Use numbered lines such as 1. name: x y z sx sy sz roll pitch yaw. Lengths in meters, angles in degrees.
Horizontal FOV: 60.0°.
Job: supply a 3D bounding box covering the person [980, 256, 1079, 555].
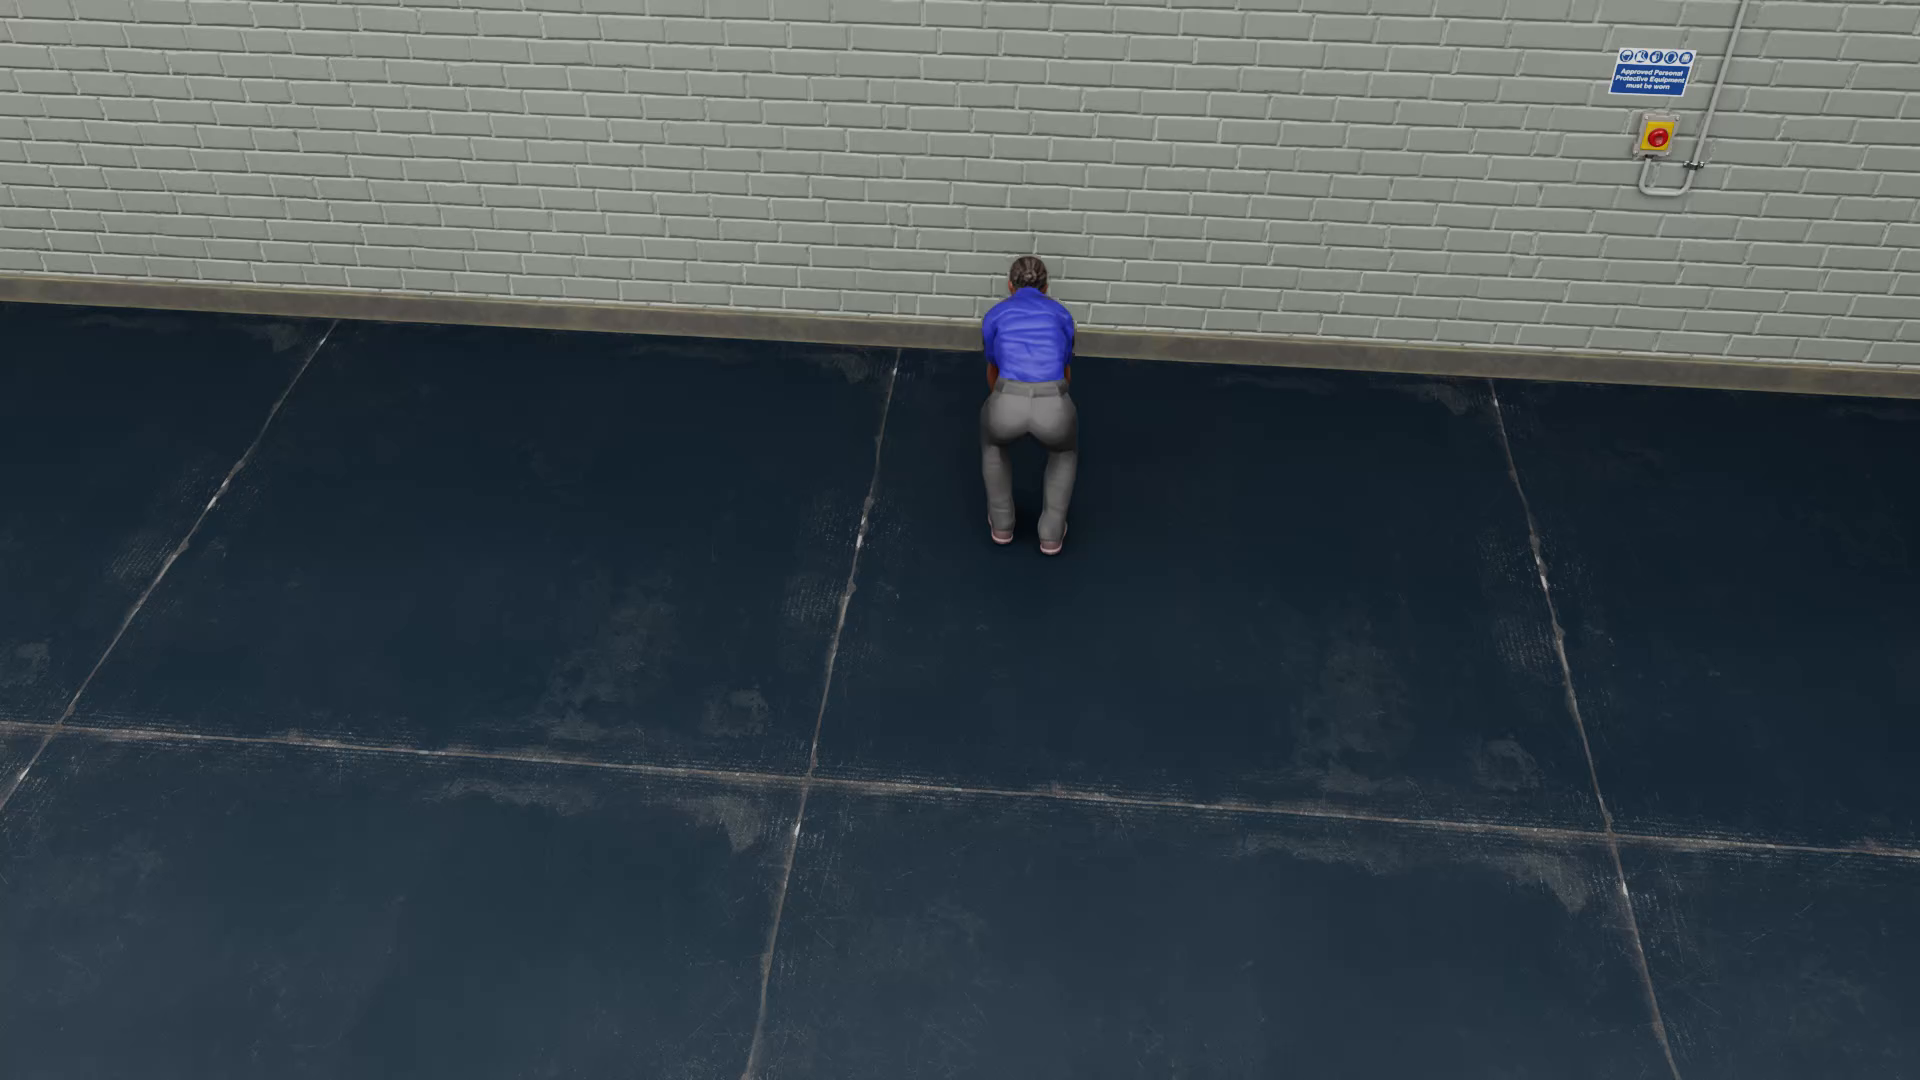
1. person: 0.304 -0.561 7.237 0.437 1.126 0.846 2 40 2
